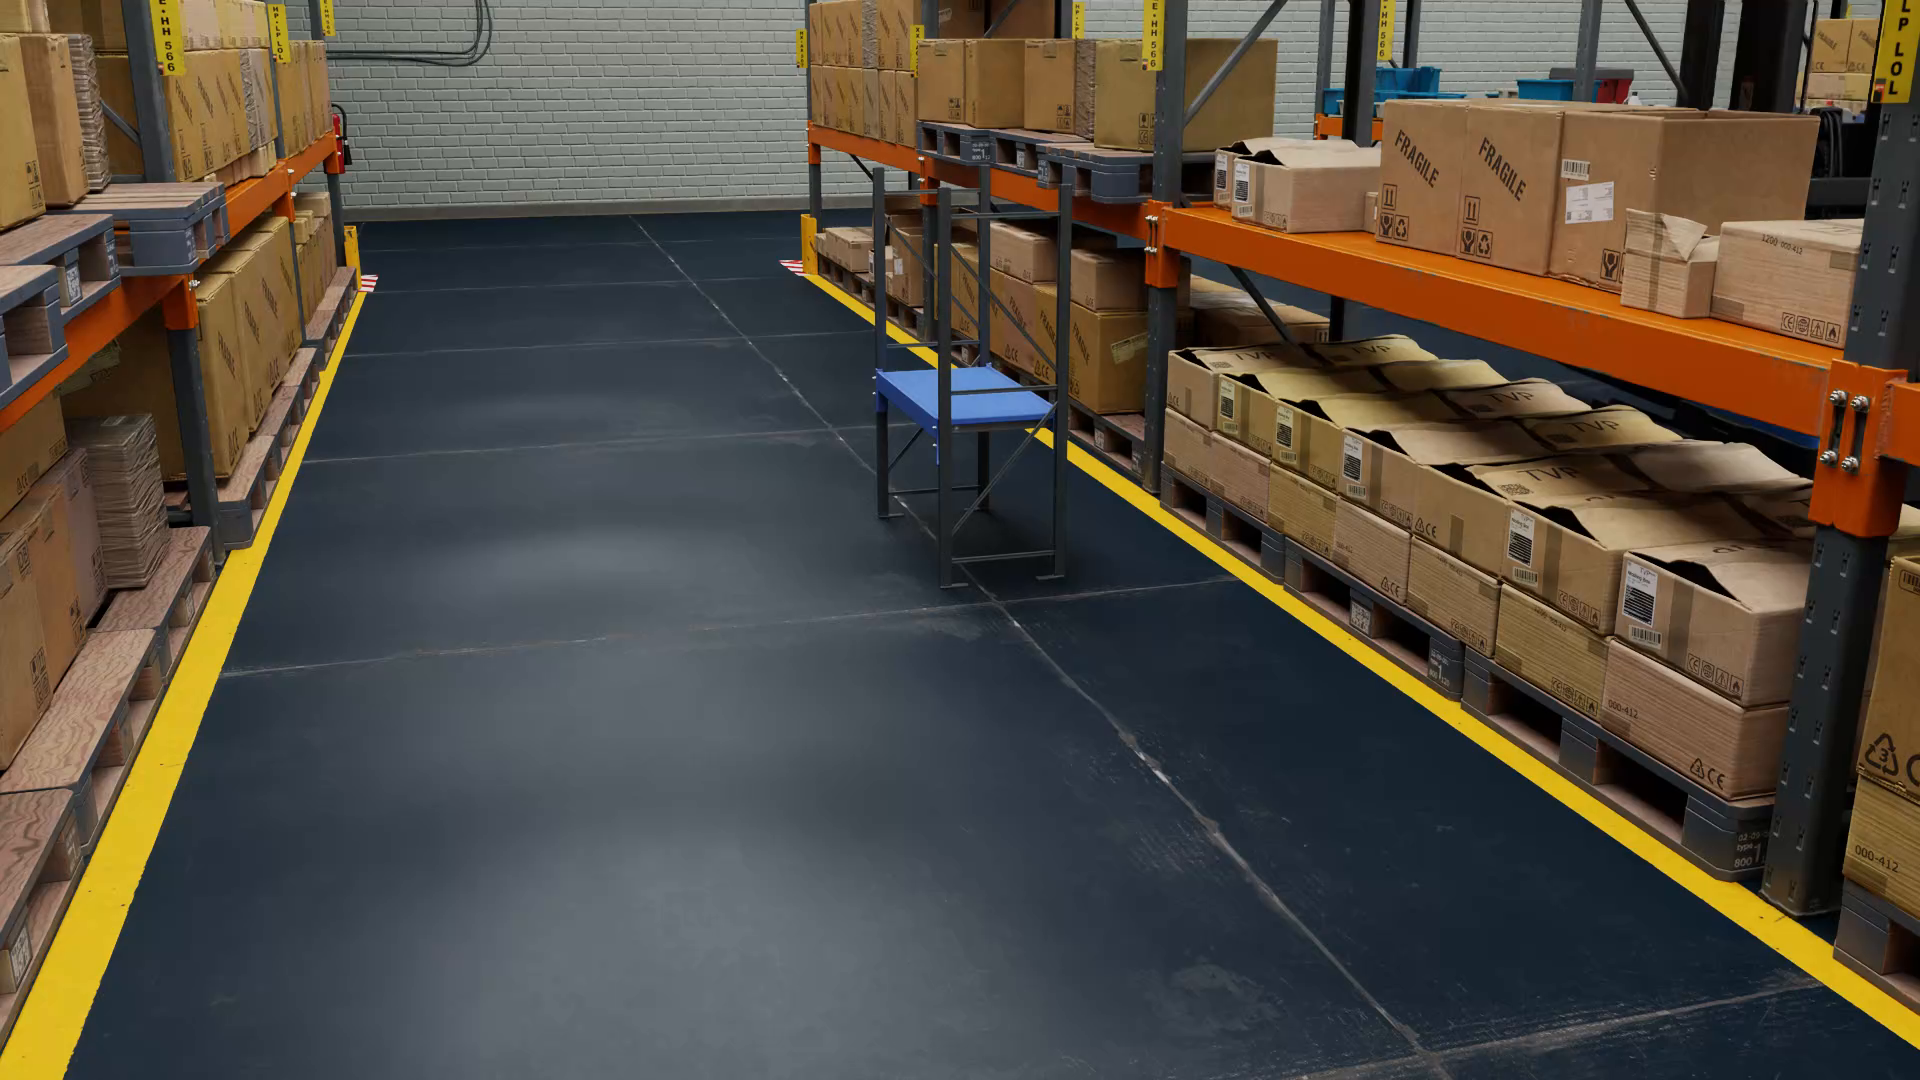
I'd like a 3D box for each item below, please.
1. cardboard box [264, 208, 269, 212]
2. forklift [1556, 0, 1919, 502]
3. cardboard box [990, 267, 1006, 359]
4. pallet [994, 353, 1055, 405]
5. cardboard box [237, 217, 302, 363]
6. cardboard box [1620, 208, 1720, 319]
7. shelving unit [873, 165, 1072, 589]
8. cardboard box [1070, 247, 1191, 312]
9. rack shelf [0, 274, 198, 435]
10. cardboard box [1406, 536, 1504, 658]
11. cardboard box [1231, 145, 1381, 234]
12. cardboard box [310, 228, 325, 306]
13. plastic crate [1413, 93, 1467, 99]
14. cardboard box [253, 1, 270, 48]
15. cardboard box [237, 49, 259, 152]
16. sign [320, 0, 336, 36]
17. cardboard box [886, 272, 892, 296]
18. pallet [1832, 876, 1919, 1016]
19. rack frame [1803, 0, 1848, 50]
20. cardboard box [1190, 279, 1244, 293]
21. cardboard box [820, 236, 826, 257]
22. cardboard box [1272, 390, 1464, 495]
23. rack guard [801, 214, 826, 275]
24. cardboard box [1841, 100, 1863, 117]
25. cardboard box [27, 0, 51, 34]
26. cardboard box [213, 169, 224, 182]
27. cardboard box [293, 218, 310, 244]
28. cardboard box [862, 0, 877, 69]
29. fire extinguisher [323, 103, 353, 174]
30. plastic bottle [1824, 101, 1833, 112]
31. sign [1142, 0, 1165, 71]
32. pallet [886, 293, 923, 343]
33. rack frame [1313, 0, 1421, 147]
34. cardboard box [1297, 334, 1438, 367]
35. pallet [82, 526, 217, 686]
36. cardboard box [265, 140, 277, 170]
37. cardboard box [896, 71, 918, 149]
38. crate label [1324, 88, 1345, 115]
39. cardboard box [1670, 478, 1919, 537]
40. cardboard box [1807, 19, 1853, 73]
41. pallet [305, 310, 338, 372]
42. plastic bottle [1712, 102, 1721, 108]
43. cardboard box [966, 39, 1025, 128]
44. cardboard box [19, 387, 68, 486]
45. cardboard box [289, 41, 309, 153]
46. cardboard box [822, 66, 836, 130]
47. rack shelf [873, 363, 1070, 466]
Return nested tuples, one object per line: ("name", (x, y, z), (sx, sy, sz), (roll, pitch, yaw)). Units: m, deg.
("cardboard box", (-5.275, -2.384, 12.161), (0.380, 0.149, 0.250), (-4, 17, -14))
("forklift", (4.002, -1.935, 8.300), (1.130, 2.935, 3.031), (-2, 17, -7))
("cardboard box", (0.432, -1.377, 9.902), (0.500, 0.500, 0.500), (-4, 17, -15))
("pallet", (0.844, -0.906, 9.602), (1.003, 0.211, 1.213), (-5, 17, -15))
("cardboard box", (-4.213, -1.411, 9.443), (0.750, 0.750, 0.750), (-4, 17, -15))
("cardboard box", (2.026, -0.753, 4.479), (0.396, 0.266, 0.258), (-5, 17, -17))
("shelving unit", (0.023, -0.695, 6.658), (0.538, 1.500, 1.048), (-5, 17, -15))
("cardboard box", (0.843, -1.323, 8.421), (0.500, 0.250, 0.500), (-4, 17, -13))
("rack shelf", (-2.867, -0.405, 4.337), (1.077, 0.370, 4.000), (-5, 17, -15))
("cardboard box", (1.773, 0.153, 5.277), (0.500, 0.250, 0.500), (-4, 17, -14))
("cardboard box", (1.405, -1.390, 6.520), (0.500, 0.311, 0.500), (-5, 17, -16))
("cardboard box", (-4.897, -1.909, 11.710), (0.700, 0.500, 0.500), (-4, 17, -14))
("plastic crate", (4.106, -3.706, 14.262), (0.416, 0.233, 0.300), (-5, 17, -15))
("cardboard box", (-4.142, -2.859, 9.228), (0.500, 0.250, 0.500), (-4, 17, -14))
("cardboard box", (-3.867, -2.221, 8.408), (0.500, 0.500, 0.500), (-5, 17, -15))
("sign", (-5.090, -4.223, 13.371), (0.100, 0.325, 0.005), (-5, 17, -15))
("cardboard box", (-0.344, -1.881, 12.192), (0.380, 0.149, 0.250), (-5, 17, -15))
("pallet", (2.623, 0.970, 3.357), (1.003, 0.211, 1.213), (-5, 17, -15))
("rack frame", (8.672, -4.690, 17.353), (1.000, 3.000, 0.127), (-5, 17, -15))
("cardboard box", (1.212, -1.141, 9.117), (0.500, 0.500, 0.500), (-5, 17, -16))
("cardboard box", (-1.000, -2.550, 14.387), (0.380, 0.166, 0.250), (-5, 17, -15))
("cardboard box", (1.497, -0.394, 6.125), (0.500, 0.311, 0.500), (-5, 17, -17))
("rack guard", (-0.833, -2.690, 15.039), (1.175, 0.500, 0.348), (-5, 17, -15))
("cardboard box", (8.737, -4.162, 16.030), (0.380, 0.149, 0.250), (-5, 17, -16))
("cardboard box", (-3.293, -1.779, 5.594), (0.380, 0.149, 0.250), (-7, 18, -22))
("cardboard box", (-3.717, -1.725, 7.882), (0.380, 0.149, 0.250), (-5, 17, -15))
("cardboard box", (-4.542, -2.048, 11.043), (0.380, 0.149, 0.250), (-4, 17, -13))
("cardboard box", (-0.424, -3.729, 12.240), (0.500, 0.500, 0.500), (-5, 17, -15))
("fire extinguisher", (-5.213, -3.378, 13.767), (0.296, 0.674, 0.183), (-5, 17, -15))
("plastic bottle", (5.270, -2.504, 10.160), (0.144, 0.351, 0.185), (-5, 17, -15))
("sign", (0.826, -2.166, 7.075), (0.100, 0.325, 0.005), (-5, 17, -15))
("pallet", (0.058, -1.656, 12.099), (1.003, 0.211, 1.213), (-5, 17, -15))
("rack frame", (3.910, -4.299, 16.049), (1.000, 3.000, 0.127), (-5, 17, -15))
("cardboard box", (1.726, -0.723, 7.219), (0.500, 0.311, 0.500), (-4, 17, -14))
("pallet", (-3.204, 0.249, 5.756), (1.003, 0.211, 1.213), (-5, 17, -15))
("cardboard box", (-4.059, -2.159, 9.329), (0.380, 0.149, 0.250), (-4, 17, -14))
("cardboard box", (-0.138, -2.968, 11.444), (0.500, 0.500, 0.500), (-4, 17, -14))
("crate label", (3.661, -4.153, 15.751), (0.416, 0.233, 0.303), (-5, 17, -15))
("cardboard box", (2.438, -0.015, 4.862), (0.500, 0.311, 0.500), (-5, 17, -16))
("cardboard box", (8.682, -4.828, 16.250), (0.500, 0.500, 0.500), (-5, 17, -17))
("pallet", (-4.650, -1.290, 10.880), (1.003, 0.211, 1.213), (-5, 17, -15))
("plastic bottle", (5.429, -3.050, 12.106), (0.152, 0.276, 0.135), (-5, 17, -15))
("cardboard box", (0.411, -2.717, 9.879), (0.700, 0.500, 0.500), (-2, 17, -6))
("cardboard box", (-3.073, -0.318, 5.073), (0.500, 0.250, 0.500), (-4, 17, -14))
("cardboard box", (-4.845, -2.907, 10.893), (0.980, 0.700, 0.700), (-5, 17, -17))
("cardboard box", (-0.838, -3.670, 13.783), (0.500, 0.500, 0.500), (-5, 17, -16))
("rack shelf", (0.023, -0.522, 6.710), (0.538, 0.185, 1.000), (-5, 17, -15))
